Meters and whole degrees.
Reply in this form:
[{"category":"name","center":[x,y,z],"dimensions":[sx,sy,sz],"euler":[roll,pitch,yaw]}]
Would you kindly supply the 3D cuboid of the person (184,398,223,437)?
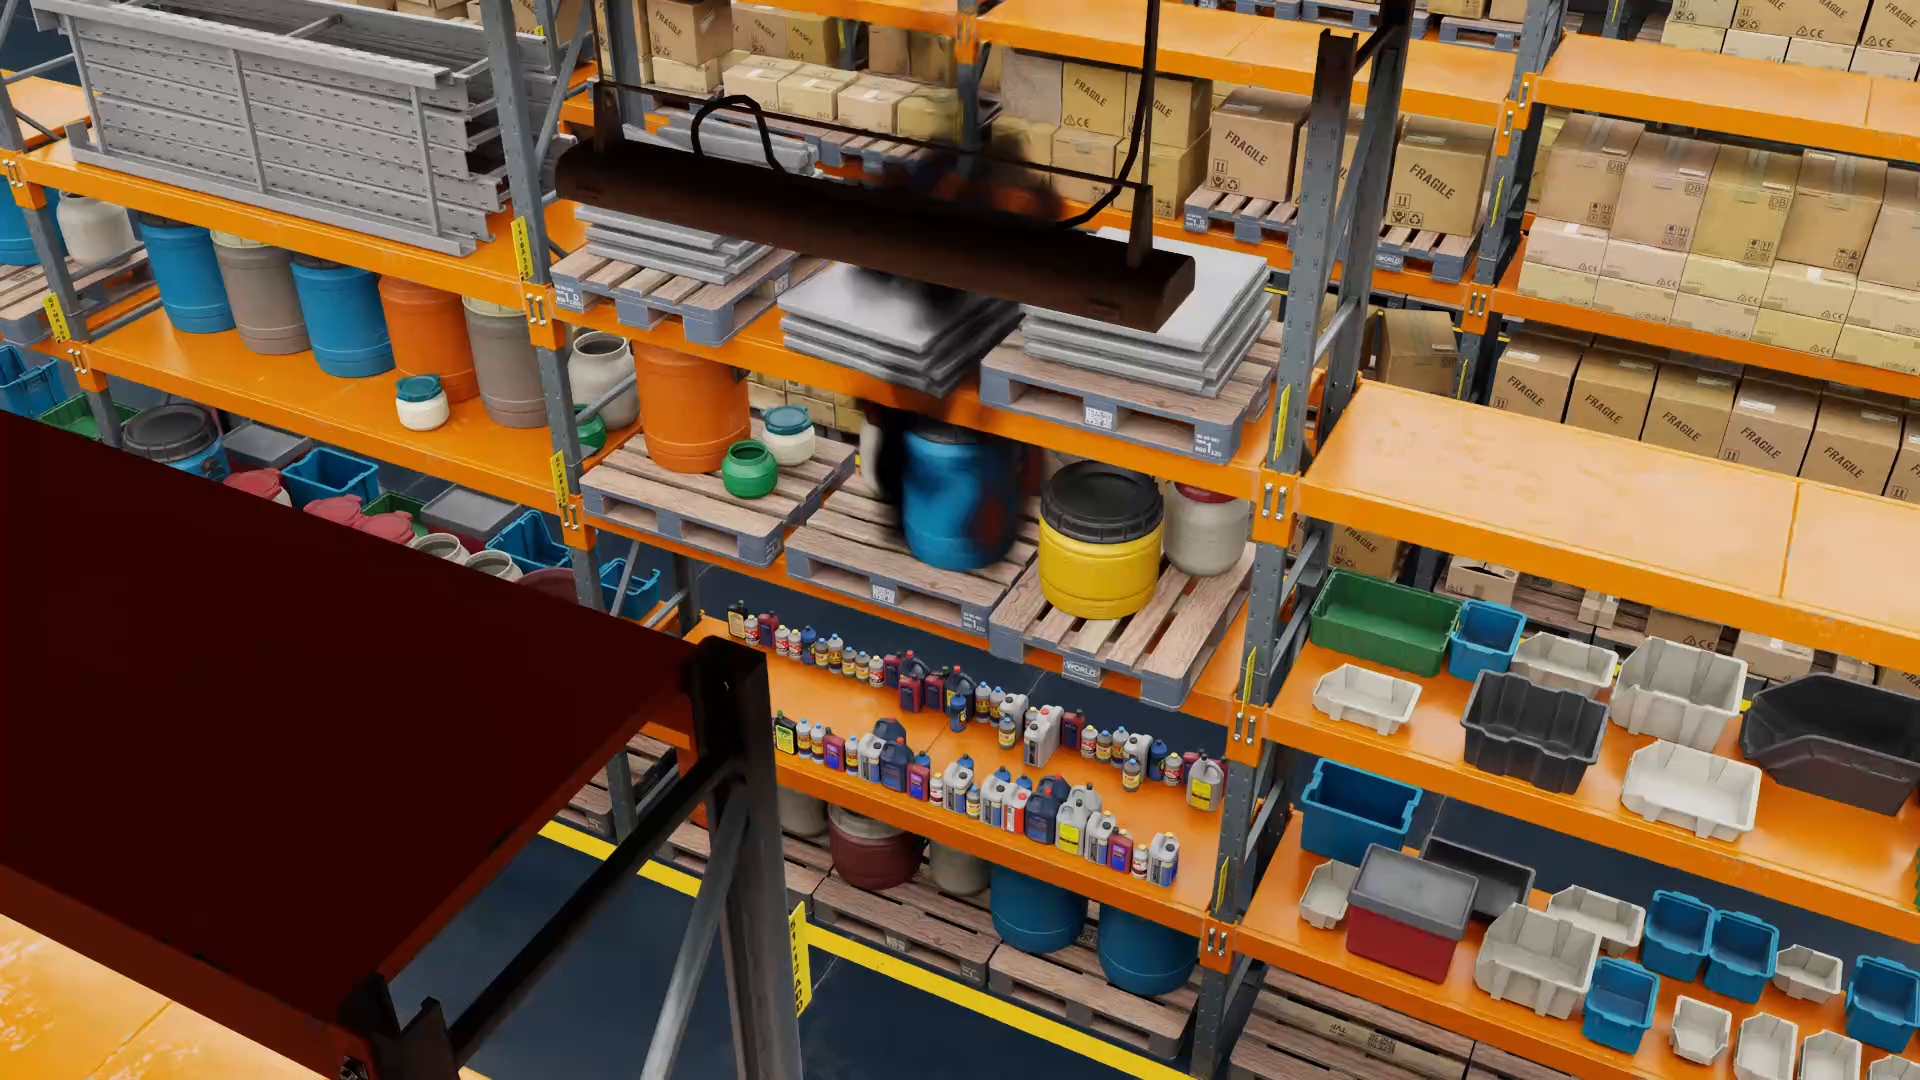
[{"category":"person","center":[-6.387,-1.208,14.129],"dimensions":[0.840,1.702,0.572],"euler":[17,39,23]}]
